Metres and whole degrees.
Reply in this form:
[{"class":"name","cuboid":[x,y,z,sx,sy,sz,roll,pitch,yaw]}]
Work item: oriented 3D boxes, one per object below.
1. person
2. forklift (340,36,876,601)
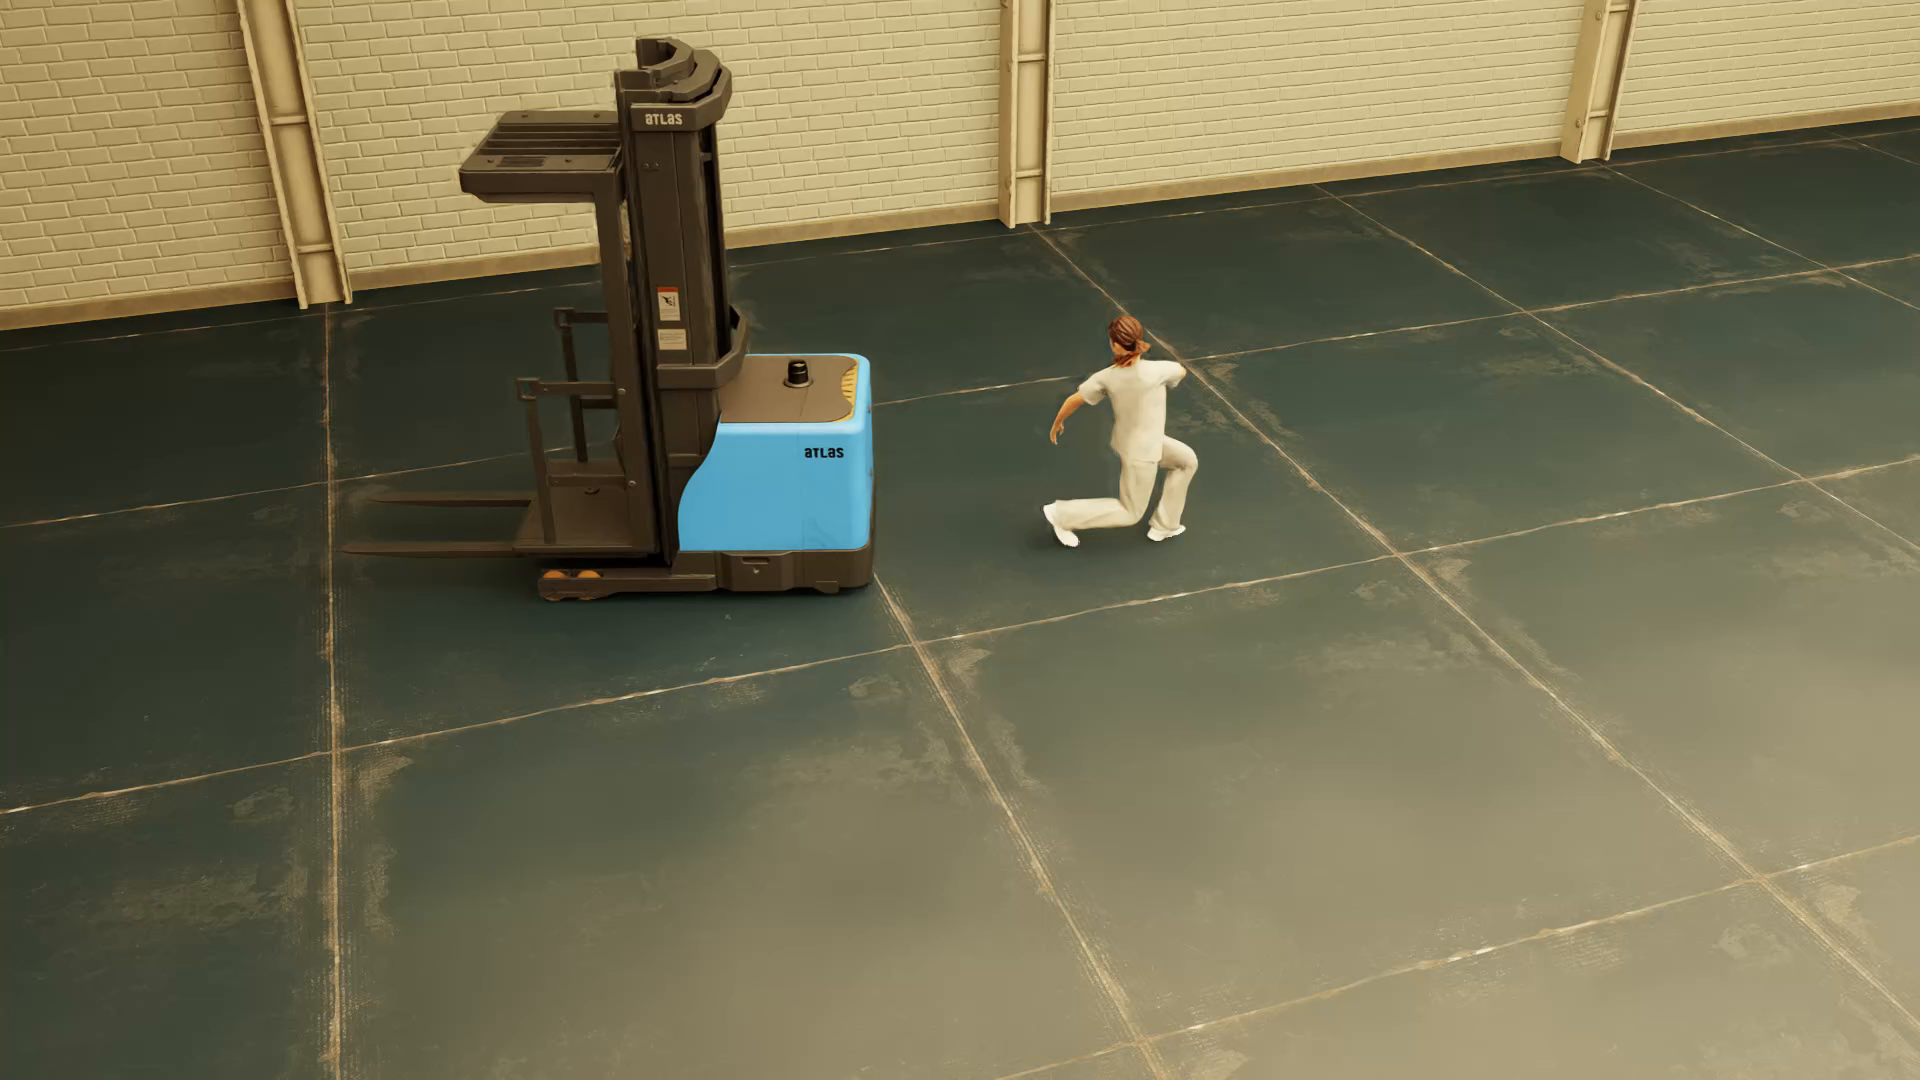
[{"class":"person","cuboid":[0.939,-0.627,9.747,0.929,1.443,0.627,-13,32,-22]},{"class":"forklift","cuboid":[-2.025,-1.193,9.160,3.031,2.935,1.130,0,30,-1]}]
